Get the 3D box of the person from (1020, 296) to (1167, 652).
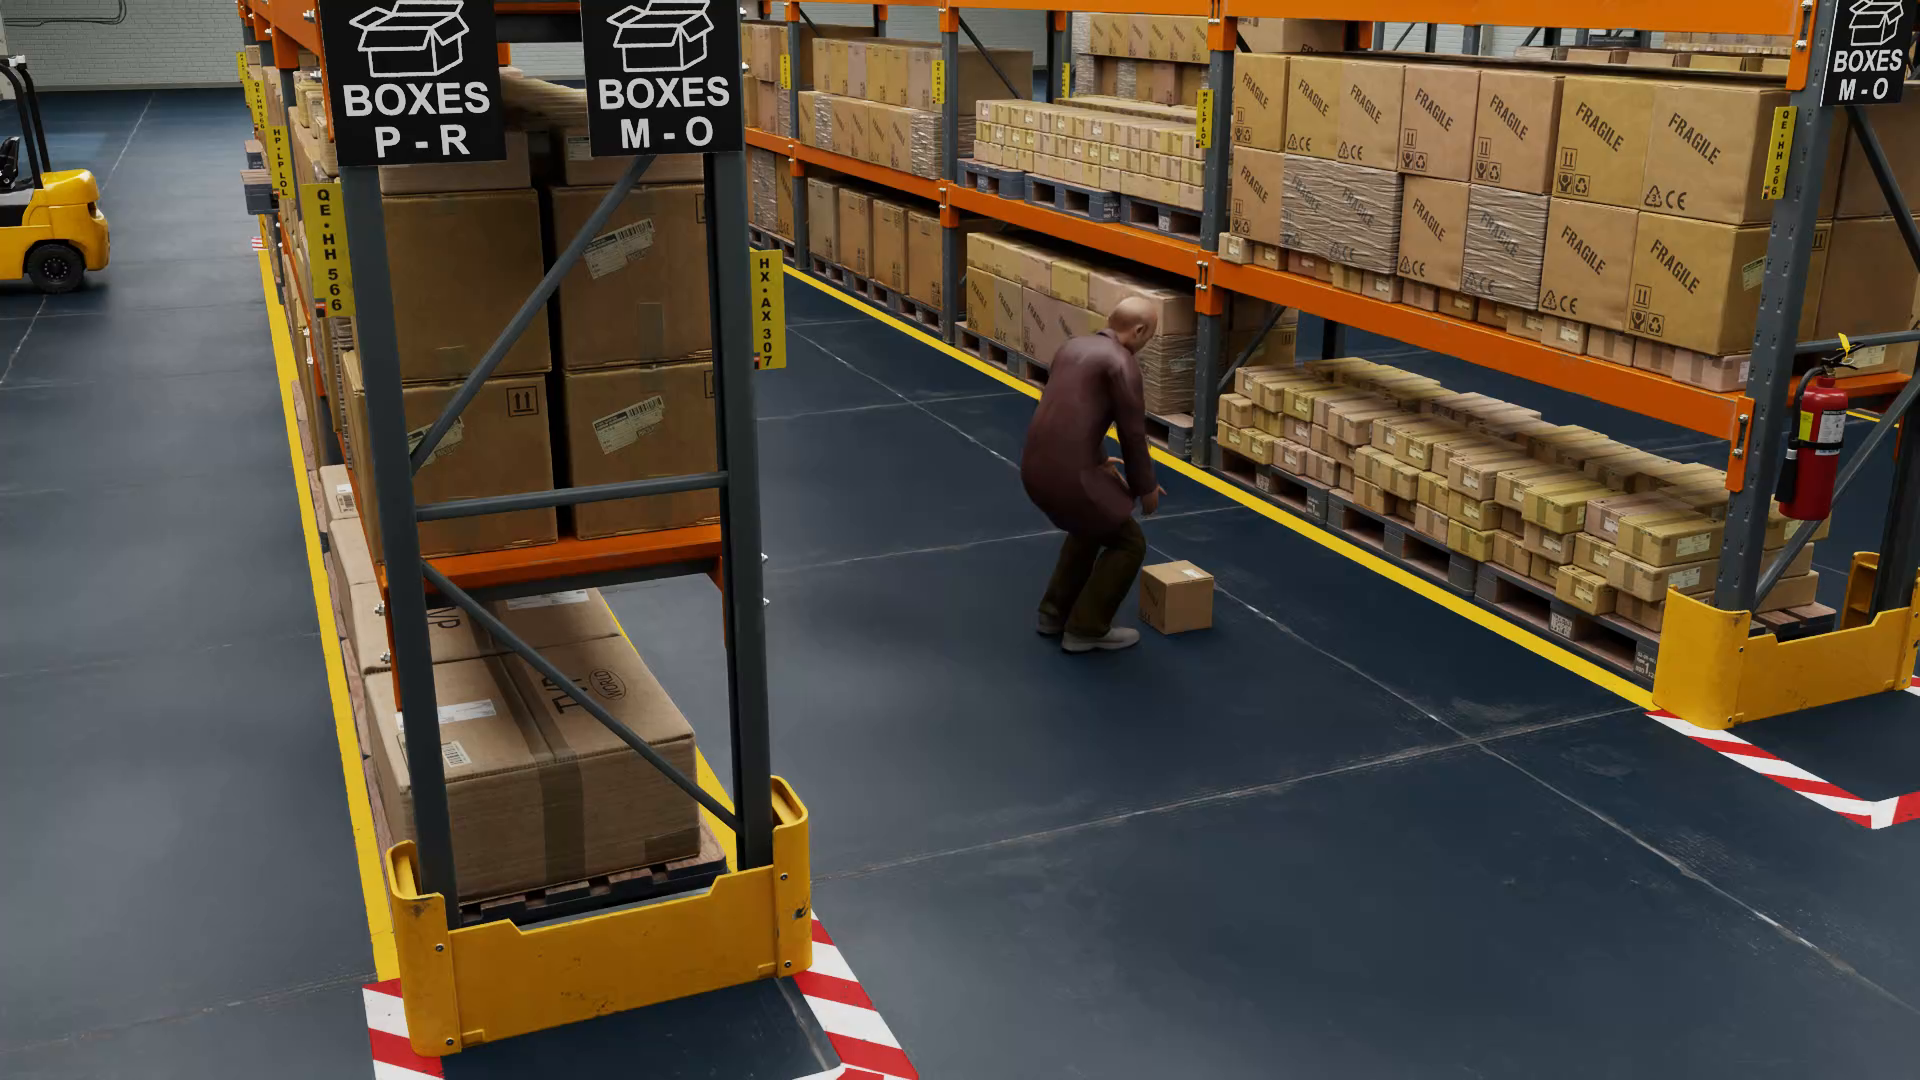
[{"bbox_3d":[0.567,-0.296,7.354,0.636,1.538,0.626,-8,20,-22],"label":"person"}]
